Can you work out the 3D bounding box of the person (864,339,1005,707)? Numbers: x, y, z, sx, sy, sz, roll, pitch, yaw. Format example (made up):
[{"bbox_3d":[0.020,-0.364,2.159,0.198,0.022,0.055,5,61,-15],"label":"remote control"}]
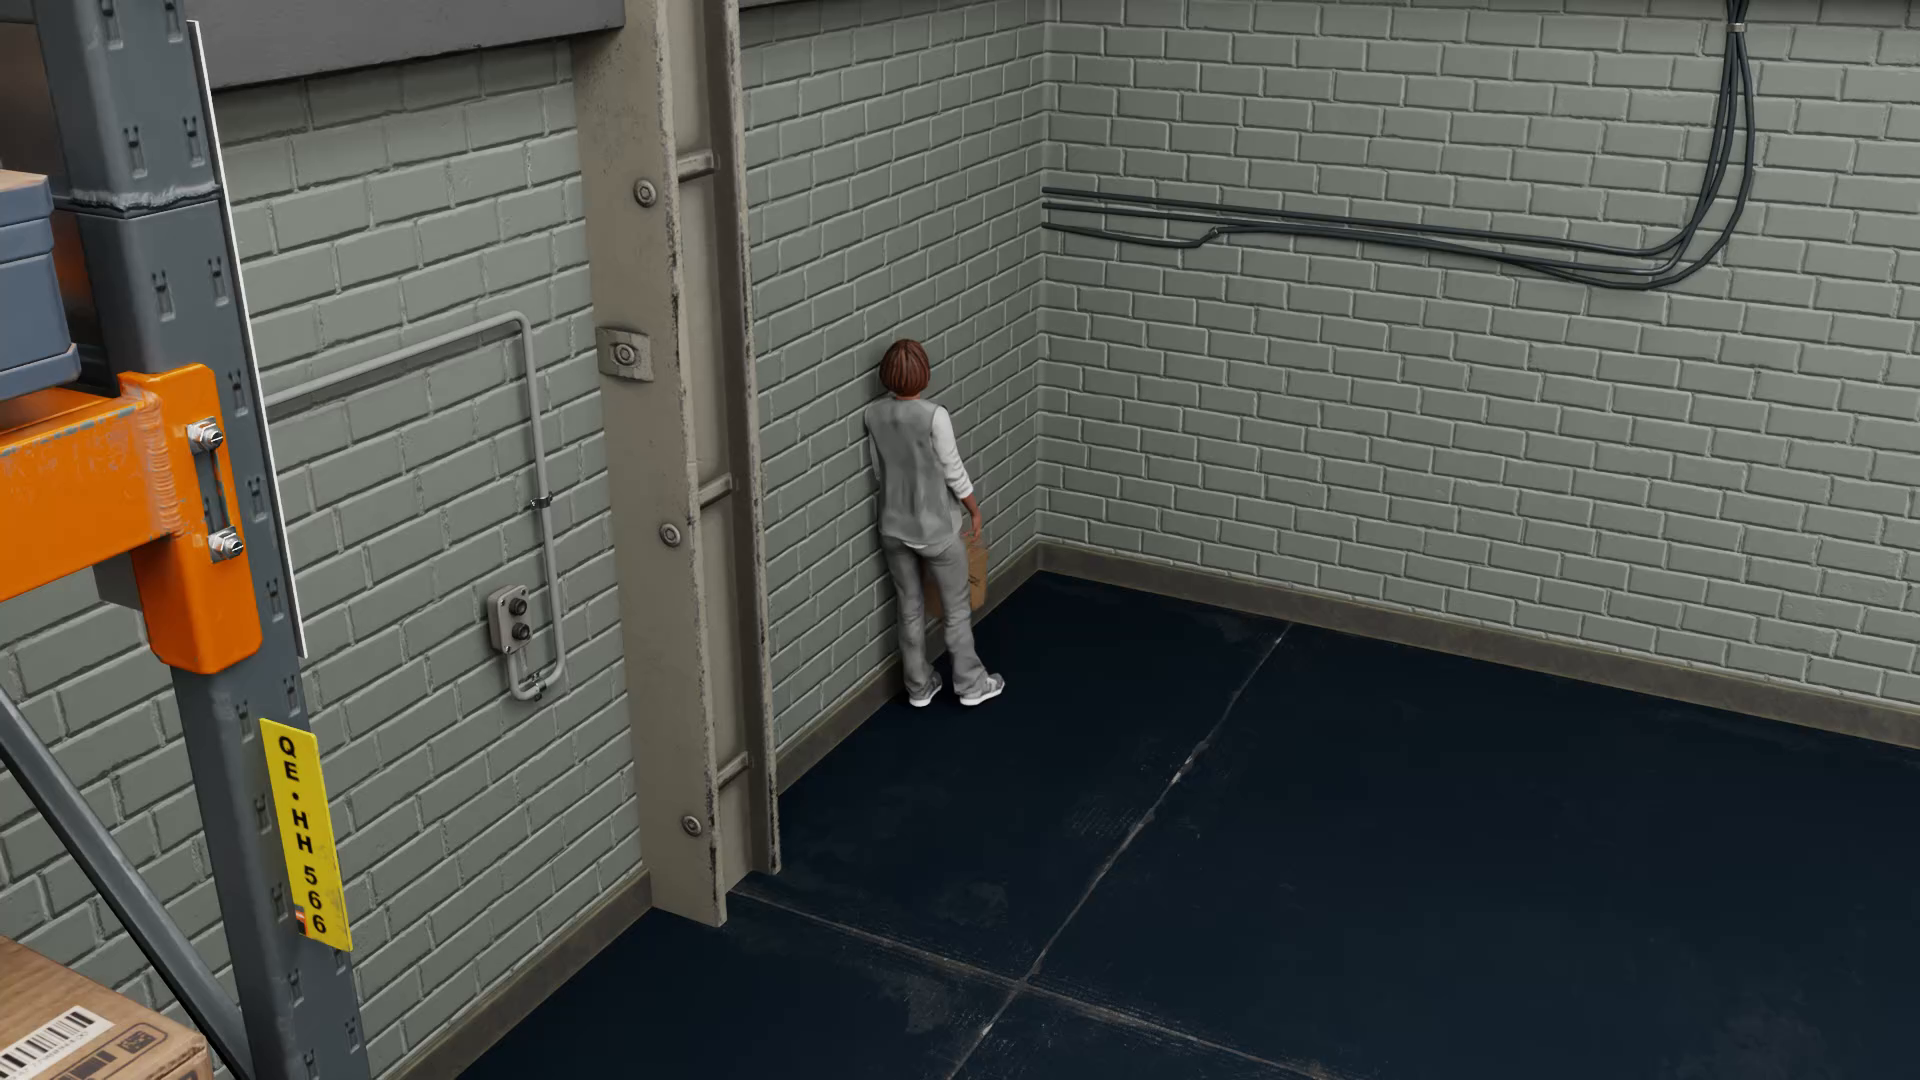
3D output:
[{"bbox_3d":[-0.117,-0.058,6.748,0.501,1.578,0.473,11,26,25],"label":"person"}]
